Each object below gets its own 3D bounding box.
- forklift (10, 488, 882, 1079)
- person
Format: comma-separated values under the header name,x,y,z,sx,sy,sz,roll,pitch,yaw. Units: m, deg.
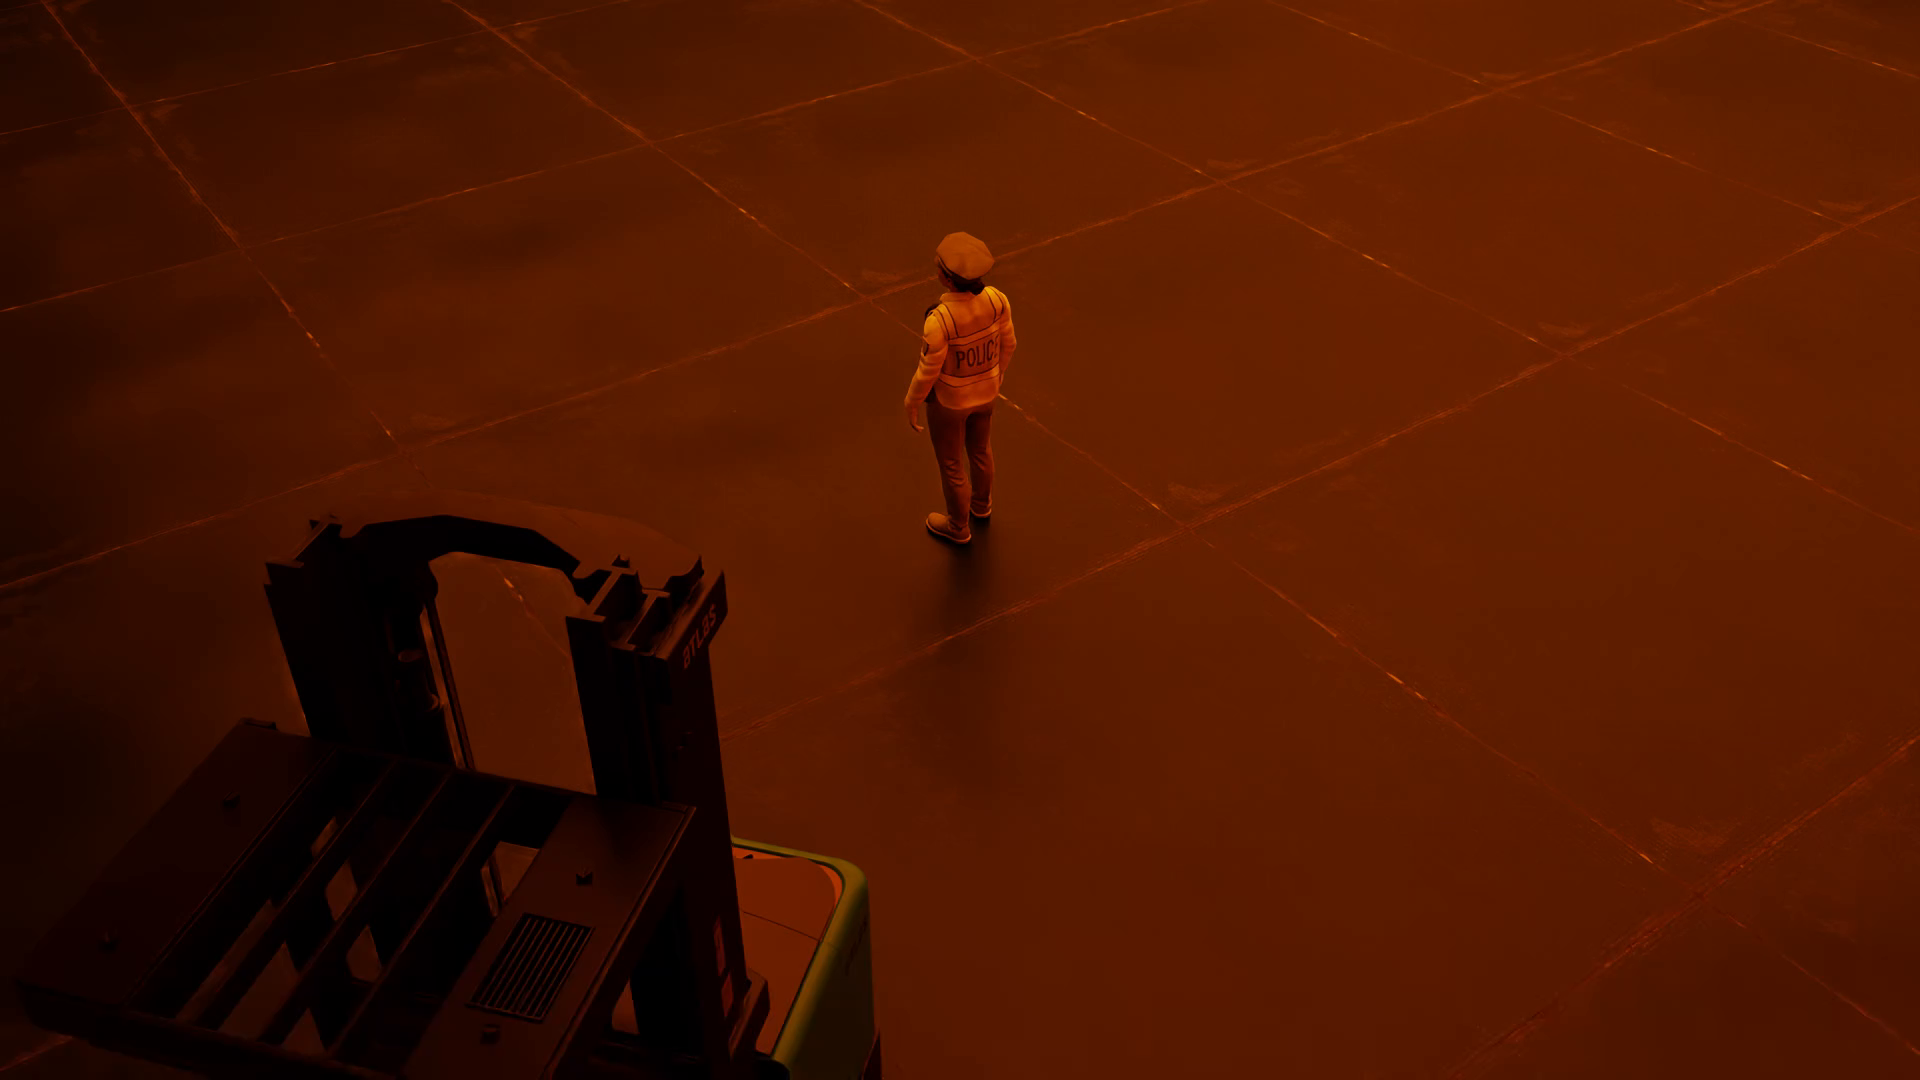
name,x,y,z,sx,sy,sz,roll,pitch,yaw
forklift,-1.150,1.474,3.951,1.130,2.935,3.031,9,37,12
person,-0.035,-0.722,7.950,0.587,1.695,0.531,-23,42,-28
